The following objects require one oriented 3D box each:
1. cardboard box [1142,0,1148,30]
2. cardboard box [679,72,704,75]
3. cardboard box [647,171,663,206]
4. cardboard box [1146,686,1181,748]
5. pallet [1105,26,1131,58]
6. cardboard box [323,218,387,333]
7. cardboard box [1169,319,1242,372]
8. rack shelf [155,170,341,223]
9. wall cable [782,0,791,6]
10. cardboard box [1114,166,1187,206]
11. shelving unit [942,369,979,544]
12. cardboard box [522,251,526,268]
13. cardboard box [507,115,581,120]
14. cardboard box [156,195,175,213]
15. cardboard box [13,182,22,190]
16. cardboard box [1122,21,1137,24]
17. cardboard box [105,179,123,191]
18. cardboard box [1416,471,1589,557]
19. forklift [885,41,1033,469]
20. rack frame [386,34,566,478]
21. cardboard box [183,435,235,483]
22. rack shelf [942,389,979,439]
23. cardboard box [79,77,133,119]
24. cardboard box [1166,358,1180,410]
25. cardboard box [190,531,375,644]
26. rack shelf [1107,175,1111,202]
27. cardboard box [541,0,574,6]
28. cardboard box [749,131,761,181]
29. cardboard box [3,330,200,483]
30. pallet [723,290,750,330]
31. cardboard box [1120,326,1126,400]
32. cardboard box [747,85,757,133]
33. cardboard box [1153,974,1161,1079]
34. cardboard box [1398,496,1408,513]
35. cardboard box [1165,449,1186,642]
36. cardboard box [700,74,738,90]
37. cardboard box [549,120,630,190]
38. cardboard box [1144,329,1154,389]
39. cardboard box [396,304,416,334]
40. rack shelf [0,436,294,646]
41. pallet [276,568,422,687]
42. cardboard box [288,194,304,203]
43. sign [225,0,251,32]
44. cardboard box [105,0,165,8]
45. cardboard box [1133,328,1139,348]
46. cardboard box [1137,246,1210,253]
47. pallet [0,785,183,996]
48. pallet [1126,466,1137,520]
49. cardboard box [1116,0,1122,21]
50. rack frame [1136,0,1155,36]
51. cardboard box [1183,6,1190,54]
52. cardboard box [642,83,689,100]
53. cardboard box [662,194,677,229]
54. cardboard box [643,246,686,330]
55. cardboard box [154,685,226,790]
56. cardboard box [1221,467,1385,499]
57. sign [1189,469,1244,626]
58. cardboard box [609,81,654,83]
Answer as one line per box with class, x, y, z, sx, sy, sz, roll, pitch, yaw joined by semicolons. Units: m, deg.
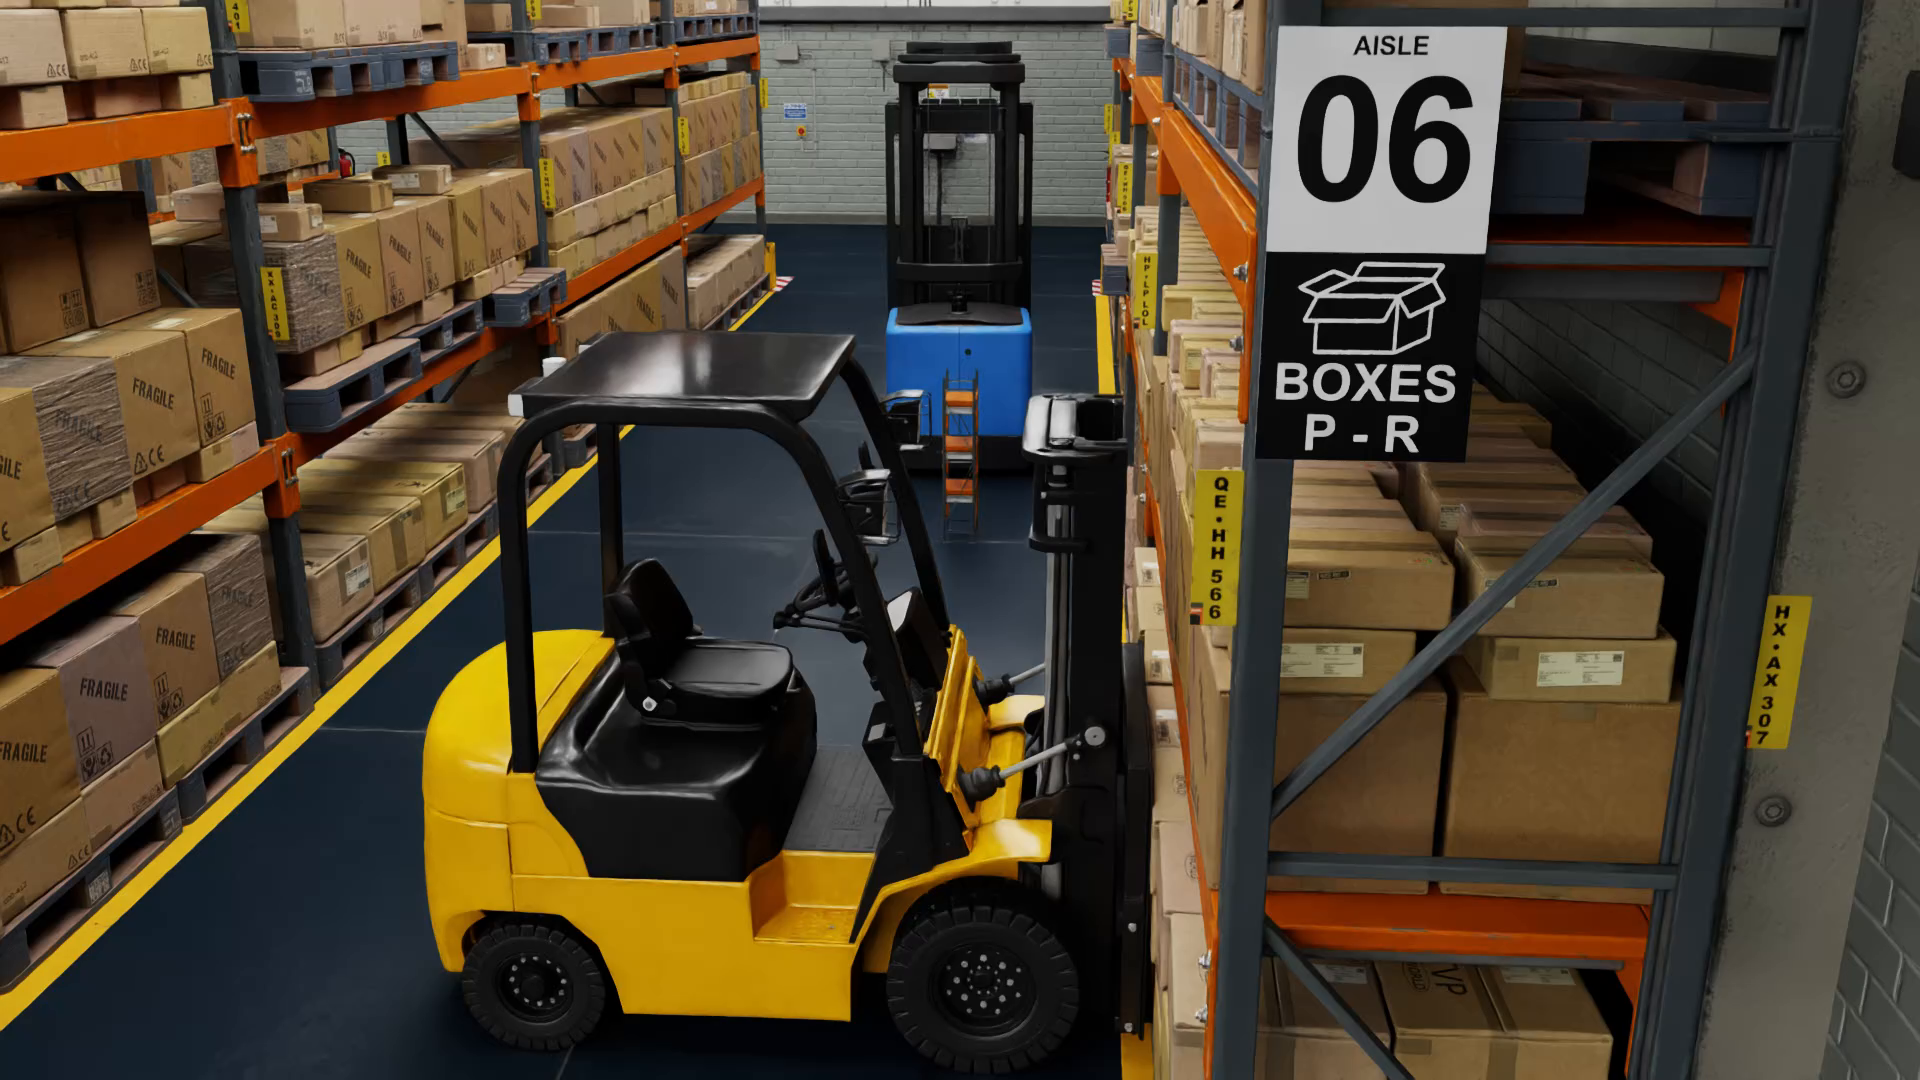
cardboard box;1.397;-3.129;9.342;0.700;0.500;0.500;1;18;3
cardboard box;-2.999;-5.026;18.135;0.380;0.149;0.250;2;18;5
cardboard box;-2.854;-3.008;14.224;0.500;0.250;0.500;2;18;5
cardboard box;0.877;0.706;5.586;0.500;0.250;0.500;1;18;3
pallet;1.727;-3.843;12.818;1.213;0.211;1.003;1;18;4
cardboard box;-3.255;-1.338;8.377;0.500;0.500;0.500;1;18;4
cardboard box;0.964;-0.710;6.091;0.380;0.149;0.250;2;18;5
rack shelf;-7.838;-3.498;17.436;1.077;0.370;4.000;1;18;4
wall cable;-2.623;-9.006;23.455;0.463;3.000;0.029;1;18;4
cardboard box;1.561;-2.547;12.539;0.797;0.503;0.637;1;18;3
shelving unit;0.004;-0.516;10.310;0.215;1.050;0.252;1;18;4
cardboard box;-3.112;-1.870;11.043;0.380;0.149;0.250;2;18;6
cardboard box;-3.402;-3.218;13.659;0.500;0.500;0.500;1;18;3
cardboard box;-7.634;-3.180;15.714;0.380;0.149;0.250;2;18;6
cardboard box;-7.903;-2.903;13.716;0.380;0.149;0.250;1;18;4
cardboard box;1.700;-4.681;14.837;0.500;0.250;0.500;1;18;4
cardboard box;-7.812;-3.171;15.012;0.380;0.149;0.250;1;18;3
cardboard box;1.349;-0.062;4.116;0.380;0.149;0.250;2;18;5
forklift;-0.007;-2.299;12.732;1.130;2.935;3.031;0;18;0
rack frame;-3.323;-1.897;11.396;1.000;3.000;0.127;1;18;4
cardboard box;-3.340;-0.351;7.081;0.380;0.149;0.250;2;18;5
rack shelf;0.004;-0.775;10.225;0.215;0.259;0.240;1;18;4
cardboard box;-3.428;-1.700;6.379;0.380;0.149;0.250;1;18;4
cardboard box;0.956;-0.571;6.146;0.380;0.149;0.250;2;18;5
cardboard box;-3.575;0.231;8.445;0.950;0.372;0.625;2;18;5
rack shelf;2.058;-3.309;16.860;1.077;0.370;4.000;1;18;4
cardboard box;-3.389;-4.545;13.823;0.500;0.500;0.500;1;18;3
cardboard box;-2.520;-4.274;18.488;0.500;0.500;0.500;1;18;4
cardboard box;-3.424;-0.540;6.616;0.500;0.500;0.500;2;18;6
pallet;-2.819;-2.429;17.496;1.003;0.211;1.213;1;18;4
cardboard box;1.544;-1.415;13.264;0.500;0.500;0.500;1;18;2
cardboard box;-2.547;-4.749;18.334;0.500;0.500;0.500;2;18;6
cardboard box;0.818;1.497;4.779;0.500;0.250;0.500;1;18;4
cardboard box;1.500;-0.156;4.880;0.380;0.149;0.250;2;18;6
cardboard box;0.936;0.014;5.401;0.500;0.500;0.500;1;18;4
cardboard box;-2.564;-4.858;17.624;0.380;0.149;0.250;2;18;5
cardboard box;-2.926;-3.039;13.113;0.500;0.500;0.500;2;18;5
cardboard box;1.121;-0.870;7.698;0.500;0.250;0.500;1;18;3
cardboard box;-3.205;-1.222;9.065;0.380;0.149;0.250;1;18;4
rack shelf;-3.753;0.308;5.821;1.077;0.370;4.000;1;18;4
pallet;-3.556;0.428;8.777;1.003;0.211;1.213;1;18;4
cardboard box;-3.692;-1.669;9.386;0.500;0.500;0.500;1;18;2
sign;-3.068;-2.316;7.027;0.100;0.325;0.005;1;18;4
cardboard box;-3.357;-2.154;6.485;0.380;0.149;0.250;1;18;3
cardboard box;1.282;-1.268;9.715;0.500;0.250;0.500;1;18;2
cardboard box;1.148;-1.494;8.962;0.380;0.149;0.250;1;18;2
pallet;-3.708;1.260;6.240;1.003;0.211;1.213;1;18;4
pallet;1.530;-0.208;10.718;1.003;0.211;1.213;1;18;4
cardboard box;1.399;-4.103;12.879;0.380;0.149;0.250;2;18;5
rack frame;1.628;-4.638;10.127;1.000;3.000;0.127;1;18;4
cardboard box;0.951;-1.727;5.628;0.380;0.149;0.250;2;18;6
cardboard box;-2.776;-4.223;15.686;0.380;0.149;0.250;1;18;3
cardboard box;-2.817;-2.923;14.768;0.500;0.250;0.500;1;18;3
cardboard box;-3.001;-2.135;14.859;0.875;0.875;0.875;2;18;6
cardboard box;-3.412;0.807;6.883;0.500;0.250;0.500;1;18;2
cardboard box;0.848;-0.075;4.155;0.380;0.149;0.250;2;18;5
sign;0.514;0.018;3.311;0.100;0.325;0.005;1;18;4
cardboard box;-3.195;-4.387;16.187;0.380;0.149;0.250;1;18;3
